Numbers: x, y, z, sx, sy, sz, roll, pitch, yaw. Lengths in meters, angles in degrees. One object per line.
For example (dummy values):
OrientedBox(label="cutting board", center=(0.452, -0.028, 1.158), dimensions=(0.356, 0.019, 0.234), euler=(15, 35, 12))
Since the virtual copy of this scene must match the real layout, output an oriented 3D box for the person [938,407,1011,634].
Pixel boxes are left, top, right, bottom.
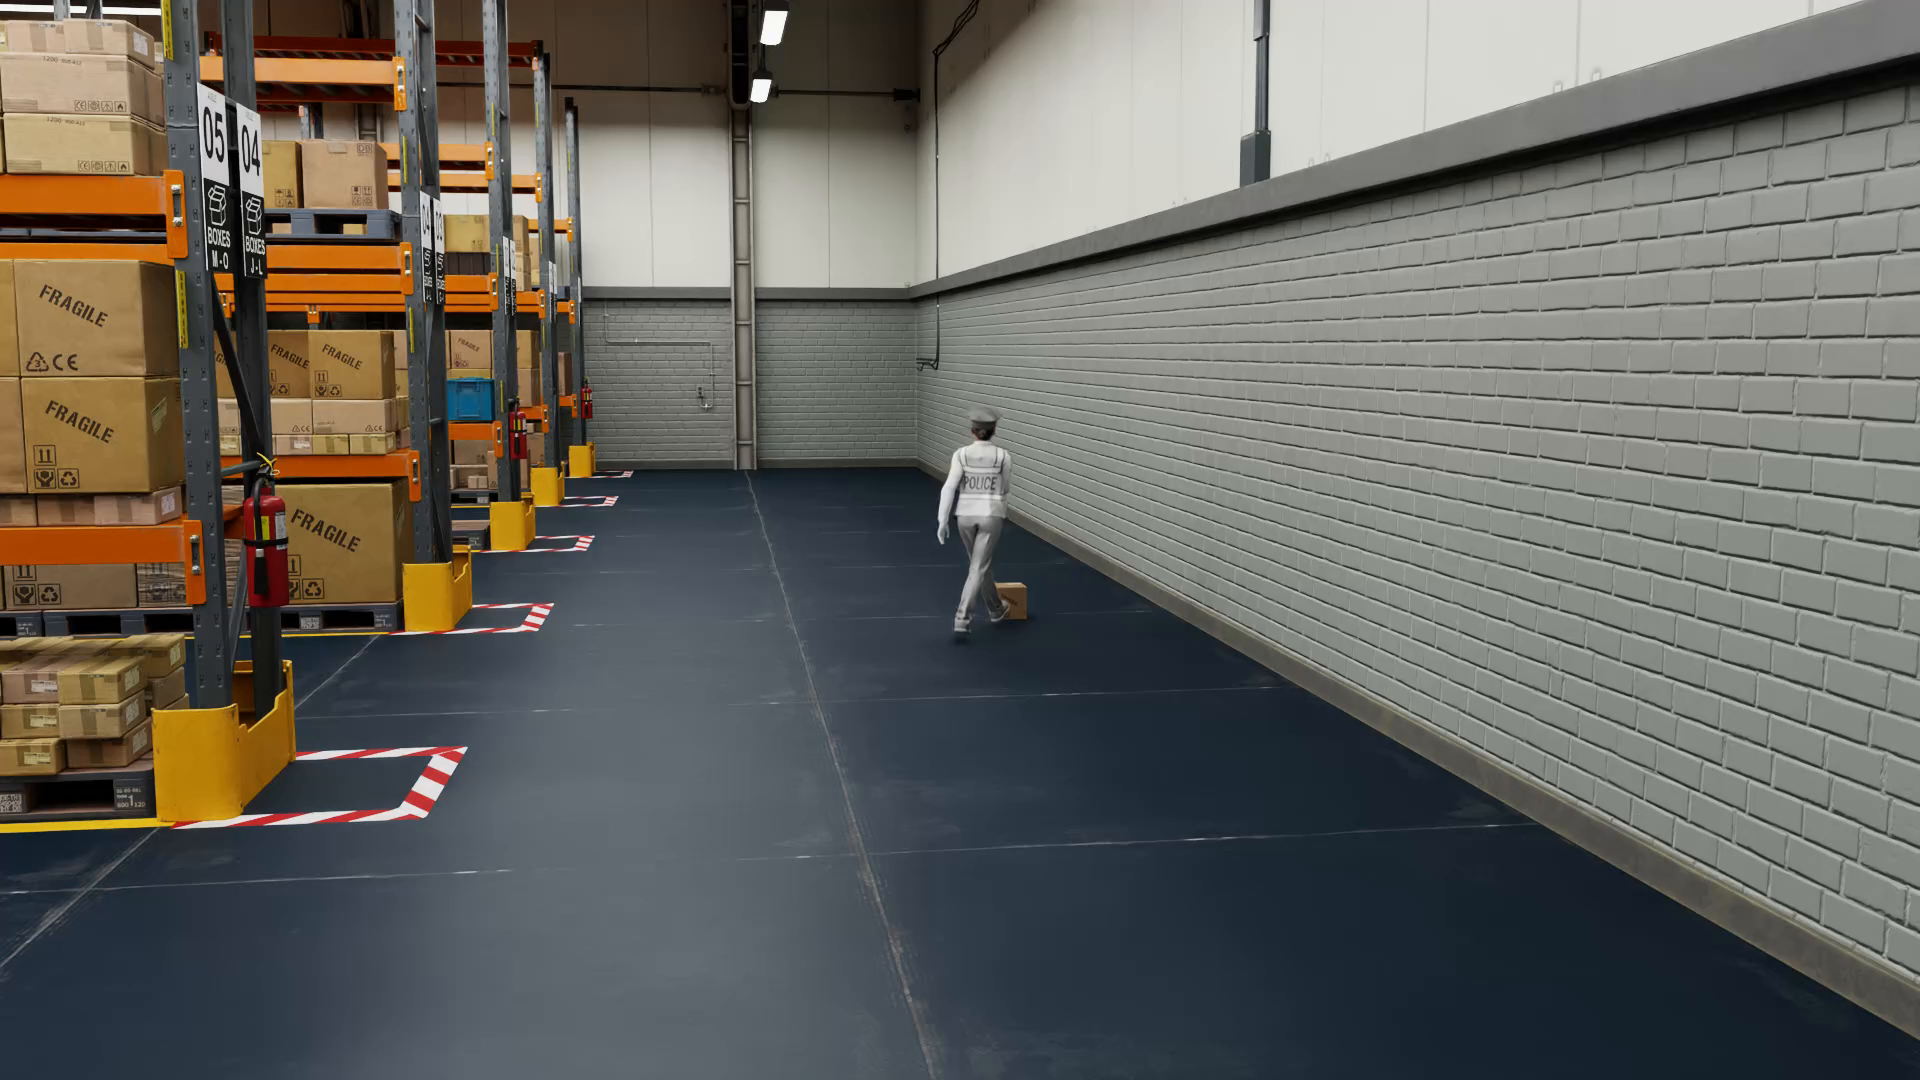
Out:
OrientedBox(label="person", center=(0.155, -0.160, 12.116), dimensions=(0.471, 1.617, 1.004), euler=(2, 7, 19))
